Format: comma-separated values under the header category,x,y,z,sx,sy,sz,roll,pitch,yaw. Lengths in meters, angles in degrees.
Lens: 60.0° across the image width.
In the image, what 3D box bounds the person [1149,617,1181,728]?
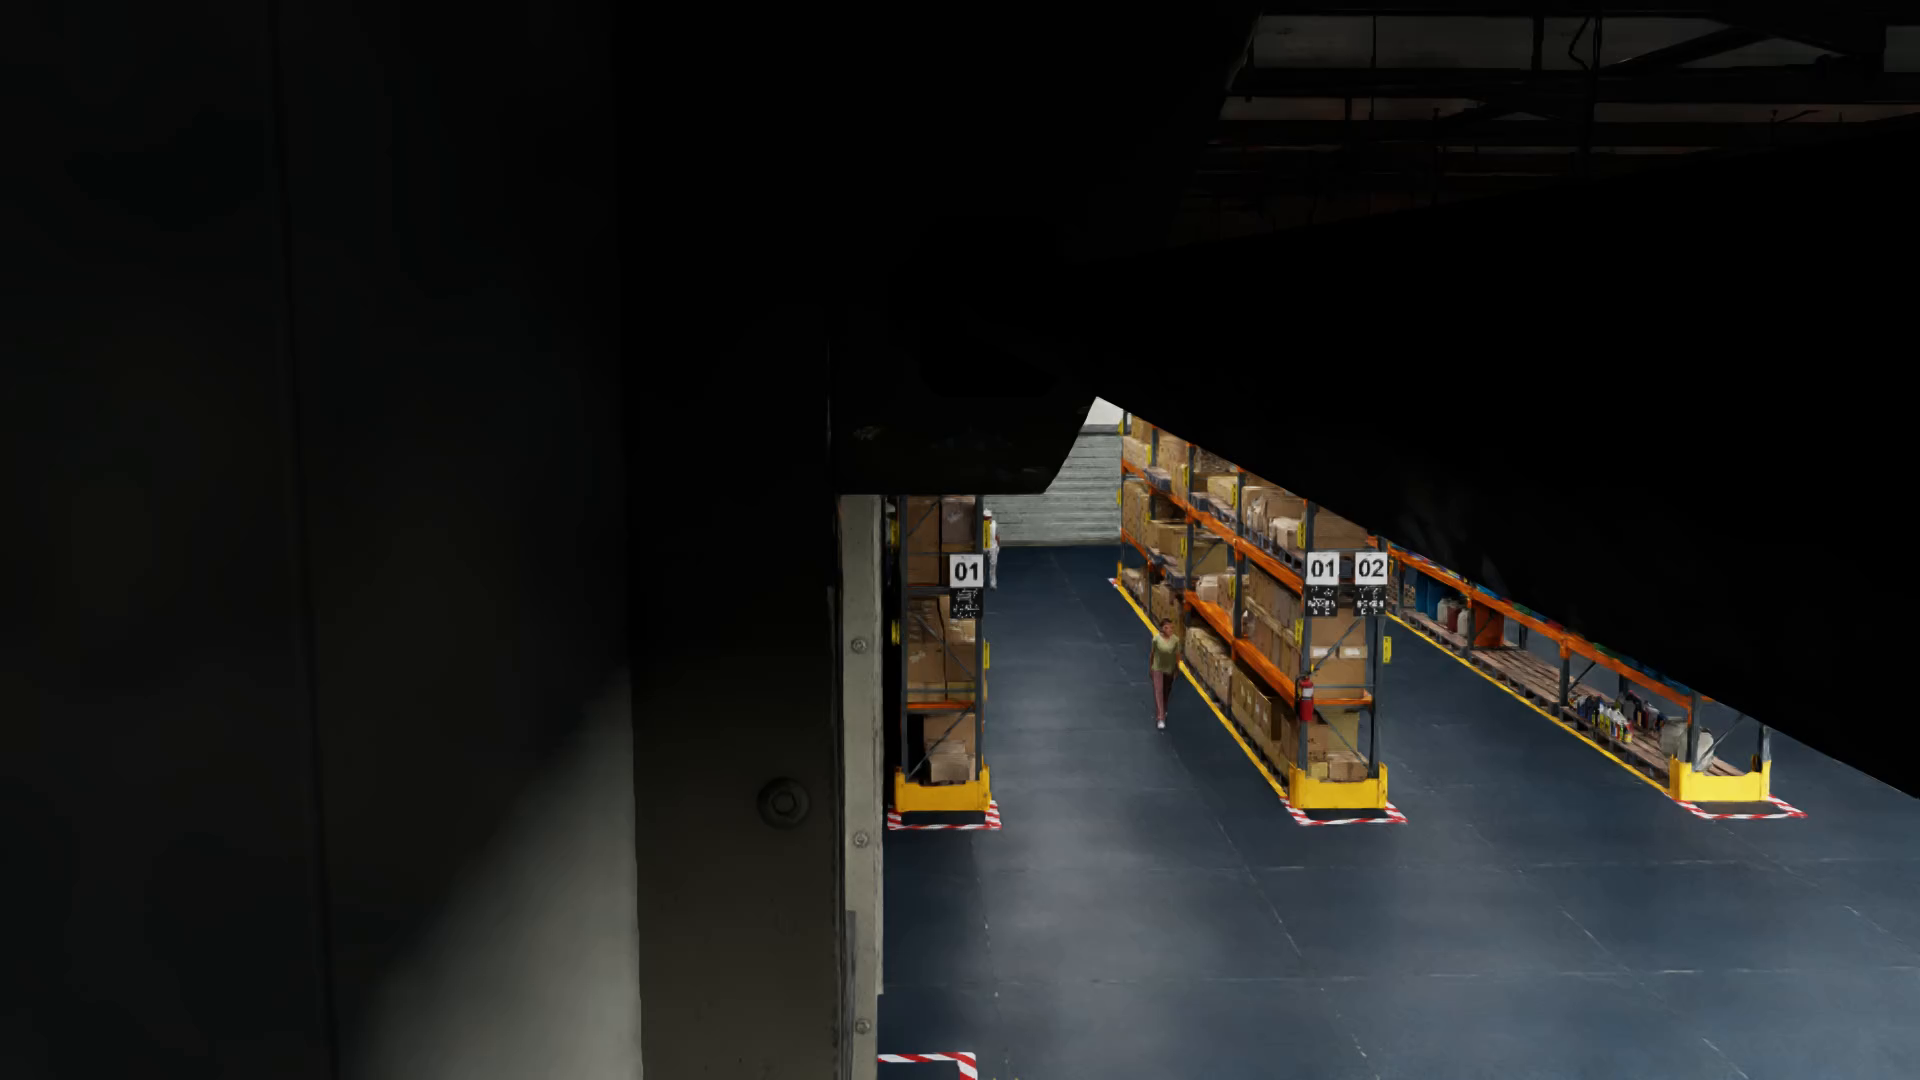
category,x,y,z,sx,sy,sz,roll,pitch,yaw
person,3.045,1.914,24.570,0.447,1.589,1.095,-1,8,-4

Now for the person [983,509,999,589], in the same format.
category,x,y,z,sx,sy,sz,roll,pitch,yaw
person,0.571,0.167,36.028,0.566,1.706,1.122,0,8,0
